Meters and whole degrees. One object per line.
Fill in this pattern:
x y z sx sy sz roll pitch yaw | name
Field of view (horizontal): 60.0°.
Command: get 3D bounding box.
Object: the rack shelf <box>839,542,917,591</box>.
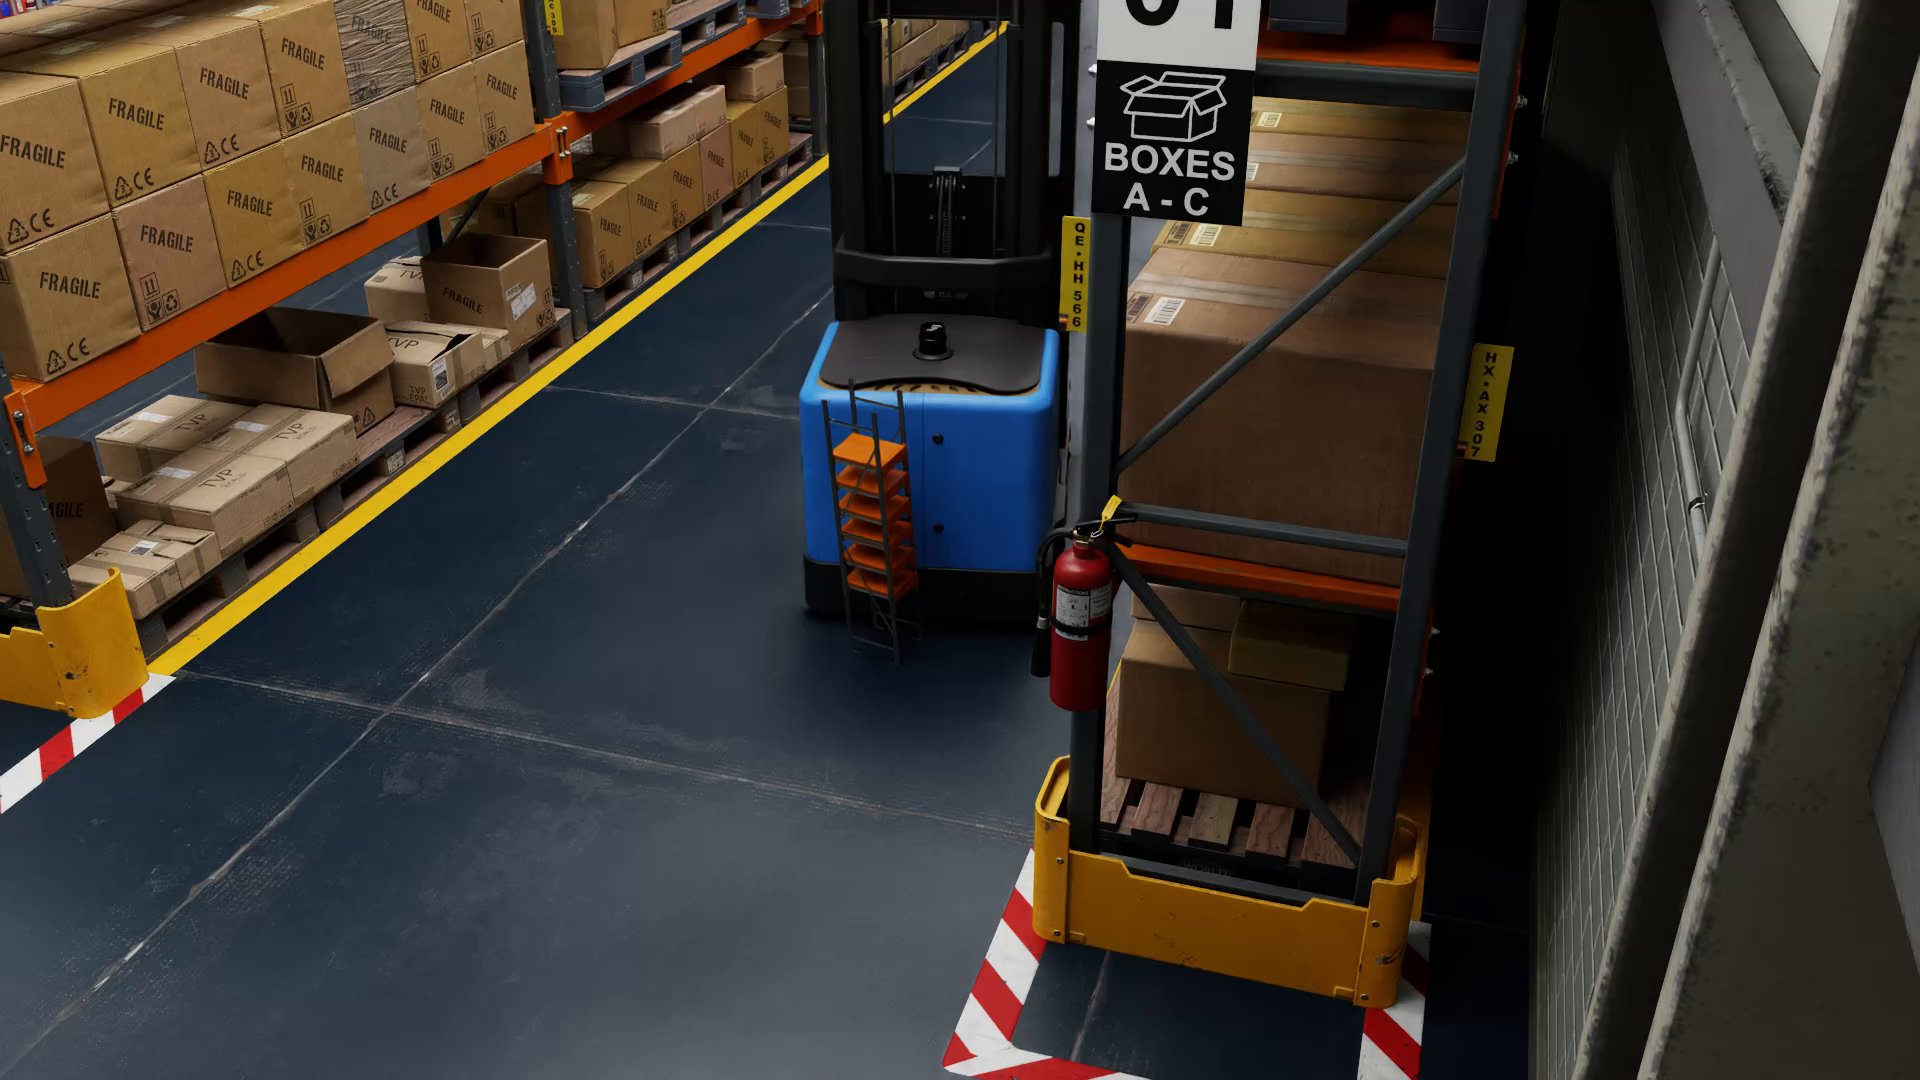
-0.328 0.085 6.685 0.258 0.103 0.180 16 39 26 | rack shelf

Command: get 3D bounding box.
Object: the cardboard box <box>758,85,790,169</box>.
-1.601 -3.080 12.320 0.500 0.500 0.500 10 31 17 | cardboard box

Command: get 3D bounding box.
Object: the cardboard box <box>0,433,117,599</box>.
-3.975 -0.118 6.996 0.500 0.500 0.500 8 30 15 | cardboard box

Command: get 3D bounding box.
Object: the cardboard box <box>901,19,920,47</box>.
-0.668 -4.598 14.749 0.500 0.311 0.500 8 30 14 | cardboard box

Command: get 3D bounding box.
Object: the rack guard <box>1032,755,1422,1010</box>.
0.831 1.078 5.298 1.175 0.500 0.348 8 30 15 | rack guard

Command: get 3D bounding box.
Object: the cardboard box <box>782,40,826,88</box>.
-1.116 -3.877 13.453 0.500 0.311 0.500 10 30 17 | cardboard box

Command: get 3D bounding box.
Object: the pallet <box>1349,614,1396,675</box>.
1.357 0.245 7.092 1.003 0.211 1.213 8 30 15 | pallet

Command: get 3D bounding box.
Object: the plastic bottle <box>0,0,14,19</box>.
-6.683 -3.769 11.560 0.061 0.283 0.133 8 30 15 | plastic bottle

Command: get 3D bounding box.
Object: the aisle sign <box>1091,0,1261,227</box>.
0.530 -1.171 4.095 0.394 0.787 0.004 8 30 15 | aisle sign

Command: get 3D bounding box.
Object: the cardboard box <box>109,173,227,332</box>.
-3.370 -1.183 6.689 0.500 0.500 0.500 8 30 14 | cardboard box

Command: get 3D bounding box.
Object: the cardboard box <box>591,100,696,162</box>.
-2.056 -2.672 10.815 0.500 0.250 0.500 9 30 15 | cardboard box

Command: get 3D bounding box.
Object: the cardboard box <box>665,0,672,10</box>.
-2.265 -3.647 10.685 0.700 0.500 0.500 1 29 2 | cardboard box

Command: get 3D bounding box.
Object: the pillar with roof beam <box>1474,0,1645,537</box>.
-1.482 -4.672 6.891 9.100 9.000 0.400 8 30 15 | pillar with roof beam

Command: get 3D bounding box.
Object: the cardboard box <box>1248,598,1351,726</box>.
1.094 0.311 6.244 0.700 0.500 0.500 8 30 15 | cardboard box

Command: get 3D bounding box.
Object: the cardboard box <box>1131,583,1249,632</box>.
0.811 0.175 5.823 0.380 0.149 0.250 8 30 14 | cardboard box

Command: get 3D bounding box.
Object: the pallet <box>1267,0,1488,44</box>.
1.045 -1.644 4.625 1.003 0.211 1.213 8 30 15 | pallet

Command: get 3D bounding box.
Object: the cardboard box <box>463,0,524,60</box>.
-2.626 -2.798 8.563 0.500 0.500 0.500 9 30 15 | cardboard box

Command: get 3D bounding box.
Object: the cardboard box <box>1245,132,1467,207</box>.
1.413 -1.088 6.311 0.980 0.700 0.700 7 30 12 | cardboard box

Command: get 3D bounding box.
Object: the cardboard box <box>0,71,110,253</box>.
-3.517 -1.380 6.013 0.500 0.500 0.500 9 30 16 | cardboard box

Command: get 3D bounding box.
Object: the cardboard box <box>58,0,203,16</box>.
-3.585 -2.173 7.438 0.500 0.500 0.500 9 30 16 | cardboard box

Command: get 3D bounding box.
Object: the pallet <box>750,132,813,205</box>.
-1.806 -2.888 12.725 1.003 0.211 1.213 8 30 15 | pallet

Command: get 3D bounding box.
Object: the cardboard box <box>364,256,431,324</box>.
-3.055 -1.443 9.571 0.500 0.311 0.500 8 30 15 | cardboard box

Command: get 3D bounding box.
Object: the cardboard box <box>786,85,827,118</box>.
-1.116 -3.632 13.589 0.500 0.250 0.500 8 30 15 | cardboard box

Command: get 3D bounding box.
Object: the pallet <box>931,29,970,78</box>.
-0.556 -4.741 16.055 1.003 0.211 1.213 8 30 15 | pallet

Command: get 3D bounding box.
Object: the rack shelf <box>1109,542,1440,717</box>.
1.425 -0.641 6.556 1.077 0.370 4.000 8 30 15 | rack shelf

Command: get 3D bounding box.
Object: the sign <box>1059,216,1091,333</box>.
0.323 -0.719 4.522 0.100 0.325 0.005 8 30 15 | sign

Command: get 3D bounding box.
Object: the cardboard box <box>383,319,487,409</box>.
-2.841 -0.953 8.691 0.500 0.311 0.500 8 30 15 | cardboard box

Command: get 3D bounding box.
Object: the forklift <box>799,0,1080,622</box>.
-0.013 -1.624 7.654 1.130 2.935 3.031 2 29 4 | forklift

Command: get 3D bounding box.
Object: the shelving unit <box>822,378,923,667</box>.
-0.337 -0.051 6.592 0.258 1.200 0.189 16 39 26 | shelving unit

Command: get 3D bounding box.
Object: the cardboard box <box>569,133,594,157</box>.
-2.553 -2.421 11.135 0.500 0.500 0.500 9 30 15 | cardboard box

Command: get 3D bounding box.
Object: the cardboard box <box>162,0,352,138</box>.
-3.071 -2.092 7.293 0.500 0.500 0.500 8 30 14 | cardboard box

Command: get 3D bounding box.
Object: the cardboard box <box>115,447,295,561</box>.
-3.321 -0.166 7.338 0.500 0.250 0.500 8 30 15 | cardboard box

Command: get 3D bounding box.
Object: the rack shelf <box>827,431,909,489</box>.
-0.354 -0.311 6.414 0.258 0.103 0.180 16 39 26 | rack shelf

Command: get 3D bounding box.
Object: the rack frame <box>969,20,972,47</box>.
-0.377 -6.307 16.002 1.000 3.000 0.127 8 30 15 | rack frame

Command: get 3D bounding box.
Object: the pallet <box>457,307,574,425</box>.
-2.927 -1.052 9.424 1.003 0.211 1.213 8 30 15 | pallet

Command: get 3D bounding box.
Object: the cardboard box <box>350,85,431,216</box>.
-2.925 -1.885 7.951 0.500 0.500 0.500 9 30 16 | cardboard box

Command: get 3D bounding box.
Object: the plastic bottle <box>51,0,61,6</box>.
-6.559 -3.991 11.970 0.097 0.271 0.097 0 29 0 | plastic bottle

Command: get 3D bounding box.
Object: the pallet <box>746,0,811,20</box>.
-1.683 -4.040 12.123 1.213 0.211 1.003 8 30 15 | pallet

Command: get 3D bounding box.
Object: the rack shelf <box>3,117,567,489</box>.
-3.312 -1.346 7.823 1.077 0.370 4.000 8 30 15 | rack shelf

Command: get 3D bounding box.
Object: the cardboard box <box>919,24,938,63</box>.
-0.521 -4.583 15.298 0.500 0.250 0.500 9 30 16 | cardboard box

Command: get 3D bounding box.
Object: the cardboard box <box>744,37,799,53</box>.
-1.632 -3.954 13.592 0.500 0.311 0.500 9 30 16 | cardboard box

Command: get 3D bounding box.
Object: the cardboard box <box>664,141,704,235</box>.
-2.050 -2.360 11.026 0.500 0.500 0.500 9 30 15 | cardboard box
